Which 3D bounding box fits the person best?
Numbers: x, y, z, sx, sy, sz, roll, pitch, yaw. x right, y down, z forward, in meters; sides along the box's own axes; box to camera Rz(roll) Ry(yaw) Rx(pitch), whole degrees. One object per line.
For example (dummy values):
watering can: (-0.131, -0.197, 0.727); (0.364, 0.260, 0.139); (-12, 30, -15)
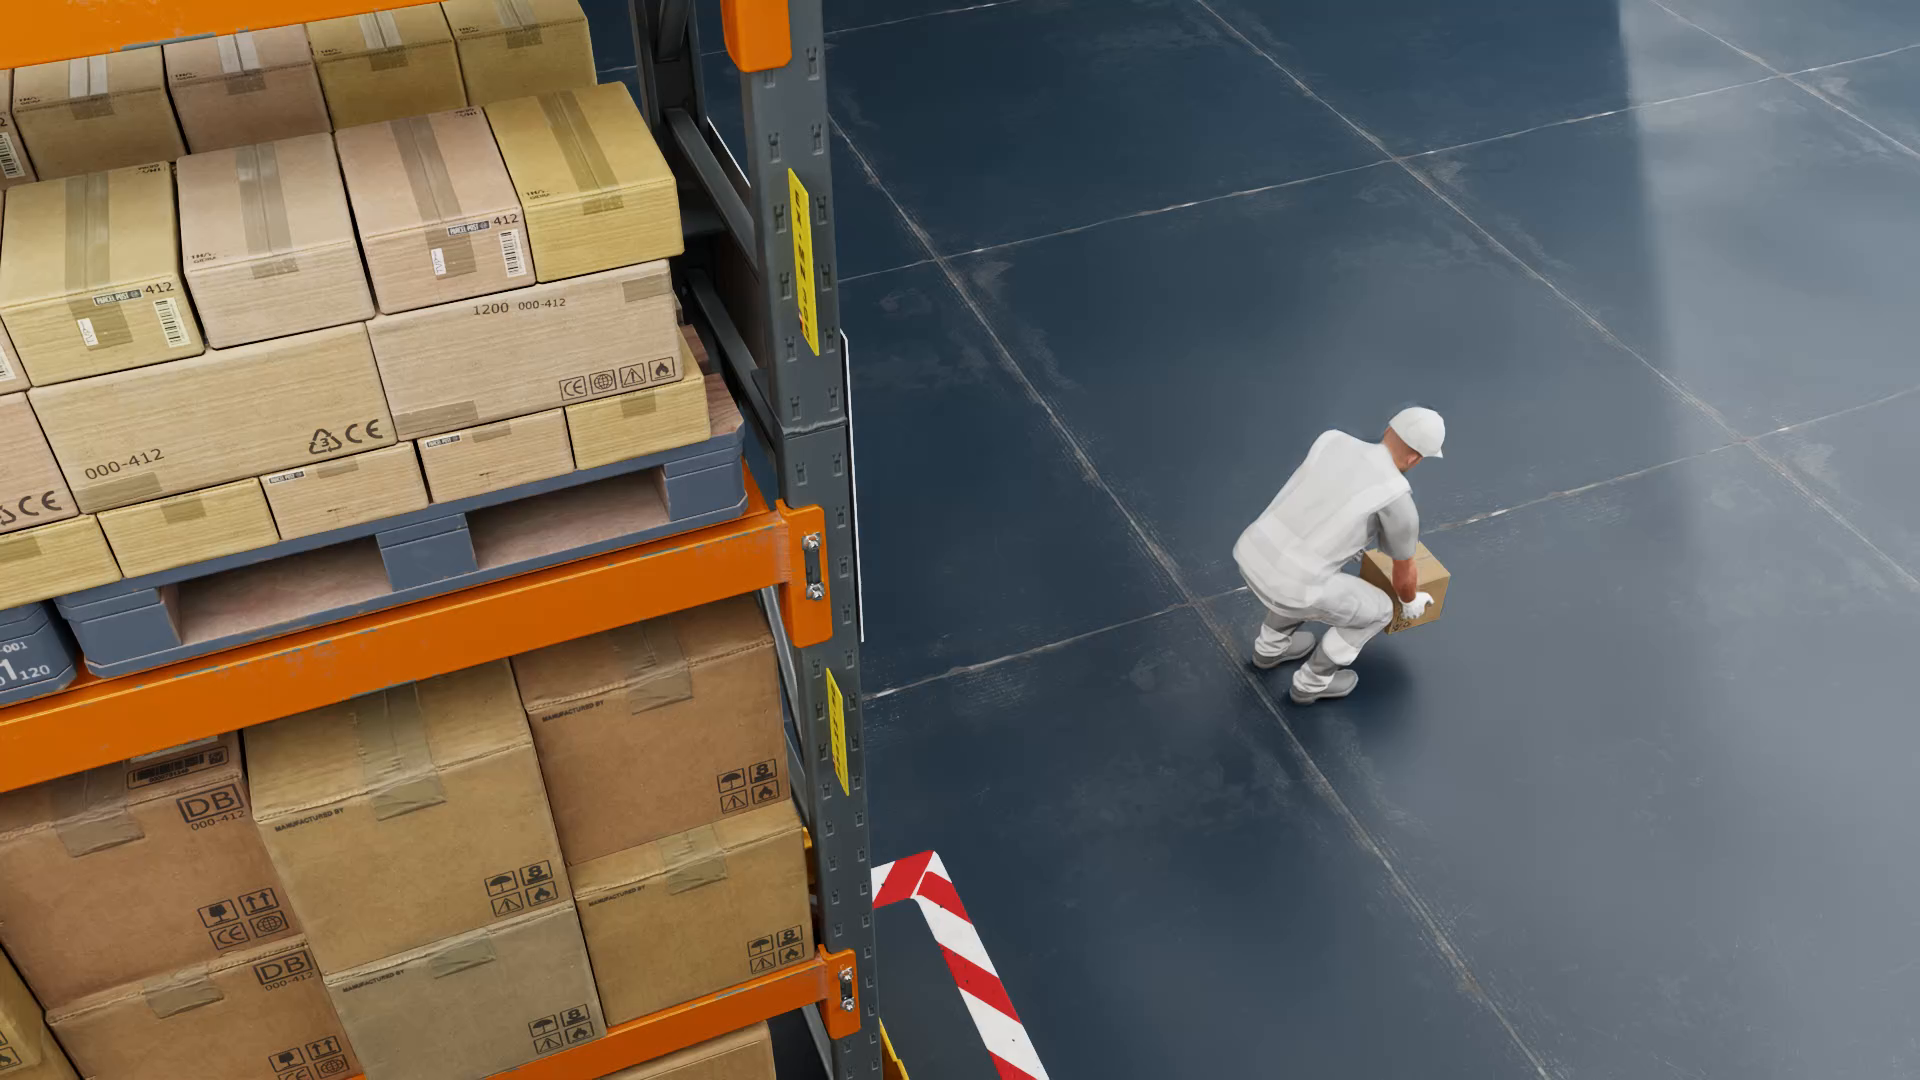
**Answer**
person: (1.457, 0.052, 6.520); (0.839, 1.212, 0.582); (-15, 44, -17)
